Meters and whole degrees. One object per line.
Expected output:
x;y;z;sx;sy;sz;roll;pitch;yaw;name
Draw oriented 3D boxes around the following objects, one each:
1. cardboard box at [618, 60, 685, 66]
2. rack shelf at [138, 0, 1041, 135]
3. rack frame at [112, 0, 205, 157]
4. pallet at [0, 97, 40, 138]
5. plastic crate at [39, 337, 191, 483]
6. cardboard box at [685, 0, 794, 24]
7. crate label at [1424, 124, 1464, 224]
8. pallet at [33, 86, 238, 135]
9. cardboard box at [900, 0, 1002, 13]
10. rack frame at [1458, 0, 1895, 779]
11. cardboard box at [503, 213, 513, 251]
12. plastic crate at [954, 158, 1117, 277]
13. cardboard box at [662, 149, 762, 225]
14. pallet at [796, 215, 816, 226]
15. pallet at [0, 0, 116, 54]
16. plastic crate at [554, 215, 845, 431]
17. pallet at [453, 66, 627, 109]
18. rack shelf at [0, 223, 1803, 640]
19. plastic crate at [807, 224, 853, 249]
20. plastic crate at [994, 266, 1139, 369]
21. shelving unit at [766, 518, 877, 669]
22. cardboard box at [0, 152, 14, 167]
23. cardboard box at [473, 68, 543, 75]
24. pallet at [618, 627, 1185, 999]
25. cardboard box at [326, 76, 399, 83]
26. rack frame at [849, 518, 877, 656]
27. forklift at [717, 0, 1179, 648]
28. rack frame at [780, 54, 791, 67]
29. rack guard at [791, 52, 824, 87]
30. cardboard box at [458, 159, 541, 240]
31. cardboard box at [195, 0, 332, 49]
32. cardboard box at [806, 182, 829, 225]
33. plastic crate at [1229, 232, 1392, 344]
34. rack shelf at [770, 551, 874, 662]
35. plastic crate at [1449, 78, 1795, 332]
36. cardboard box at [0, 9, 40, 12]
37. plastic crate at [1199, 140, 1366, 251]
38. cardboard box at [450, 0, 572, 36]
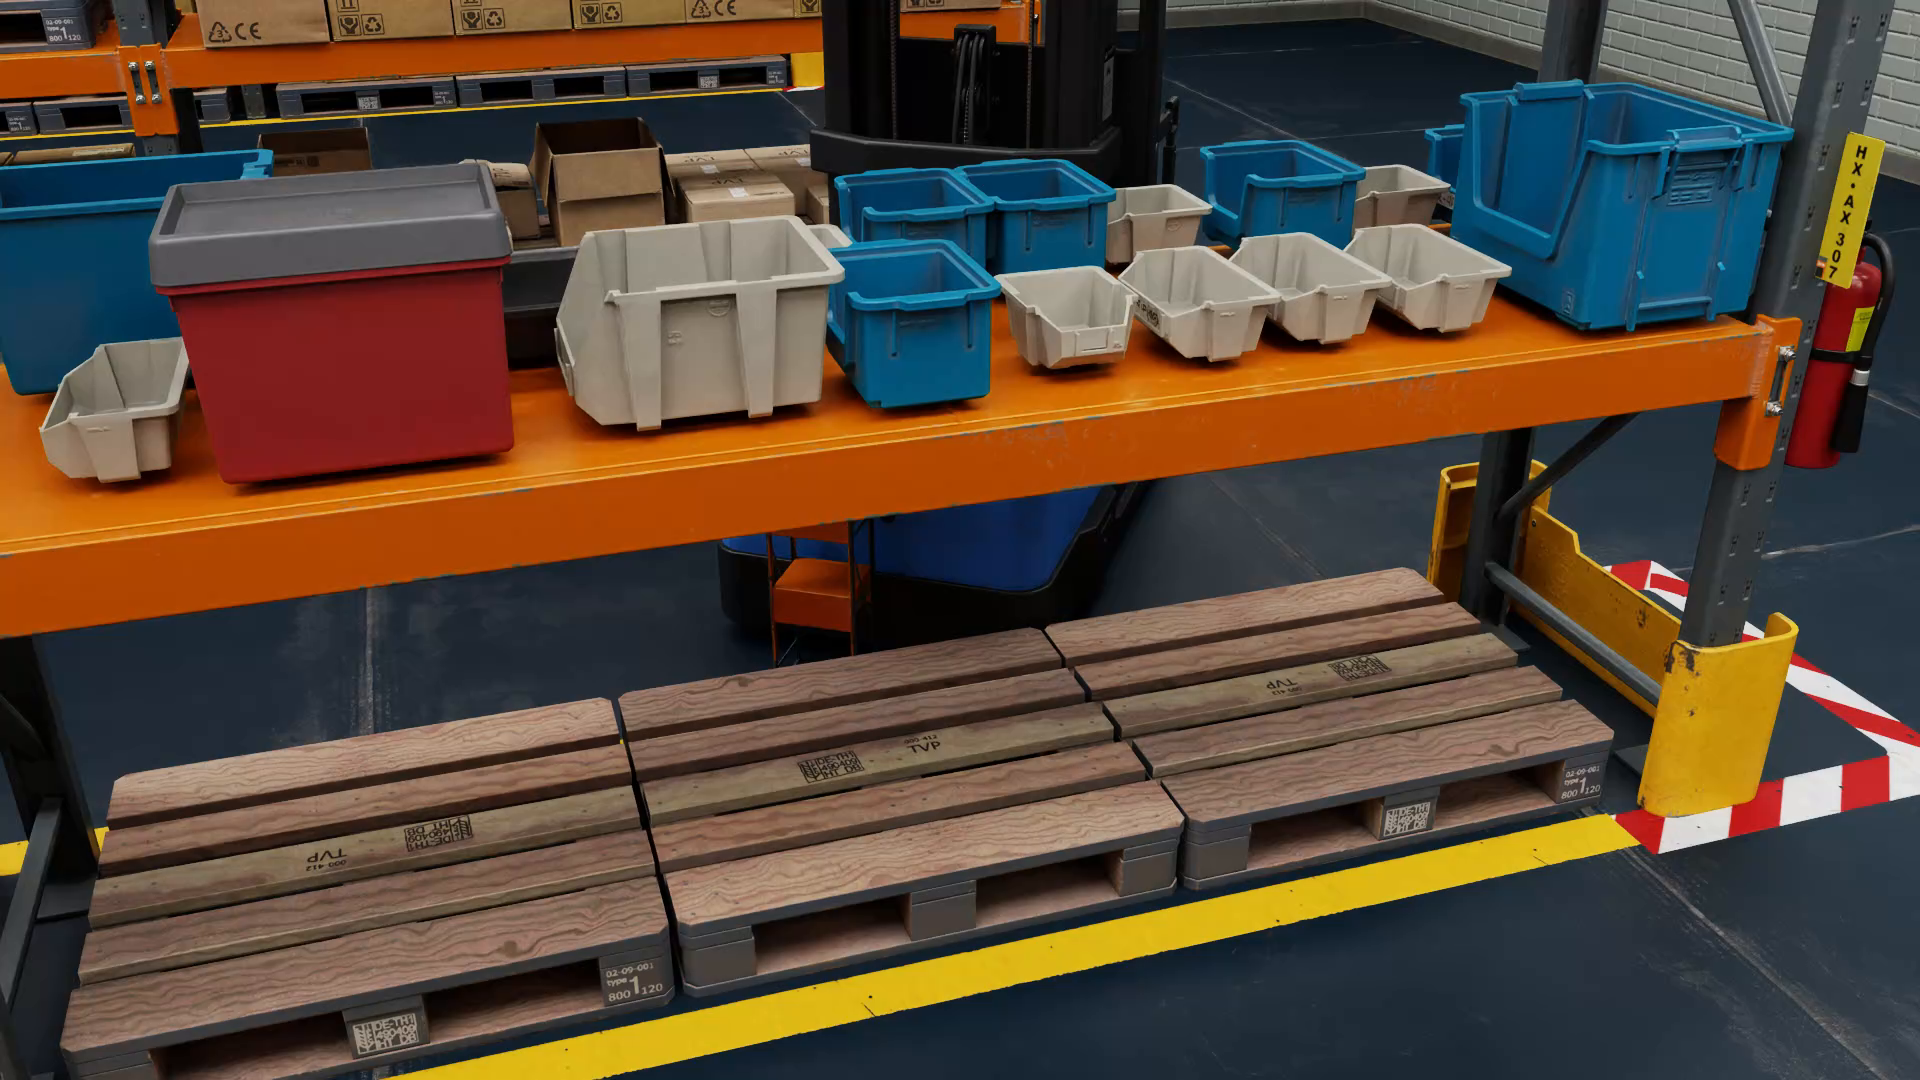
-2.415;-3.928;12.628;0.500;0.500;0.700;-8;28;-16;cardboard box
-1.669;-2.376;7.971;4.000;0.370;1.077;-8;28;-16;rack shelf
-3.570;-2.423;7.257;0.127;3.000;1.000;-8;28;-16;rack frame
-6.980;-2.960;11.475;1.213;0.211;1.003;-8;28;-16;pallet
-1.553;-0.240;3.090;0.243;0.136;0.396;-8;28;-16;plastic crate
-1.077;-2.702;7.707;0.500;0.500;0.500;-8;28;-16;cardboard box
1.427;-0.936;4.382;0.303;0.233;0.416;-8;28;-16;crate label
-5.818;-3.130;11.816;1.213;0.211;1.003;-8;28;-16;pallet
-0.109;-2.841;7.988;0.500;0.500;0.500;-7;27;-15;cardboard box
1.763;-0.879;4.147;0.127;3.000;1.000;-8;28;-16;rack frame
-2.285;-1.440;7.969;0.250;0.166;0.380;-8;28;-16;cardboard box
0.175;-0.754;4.017;0.300;0.233;0.416;-8;28;-16;plastic crate
-1.323;-1.846;8.693;0.500;0.250;0.500;-8;28;-16;cardboard box
-0.597;-1.604;8.743;1.213;0.211;1.003;-8;28;-16;pallet
-4.364;-2.273;7.171;1.213;0.211;1.003;-8;28;-16;pallet
-0.531;-0.434;3.317;0.530;0.282;0.437;-8;28;-16;plastic crate
-3.199;-3.509;12.581;1.213;0.211;1.003;-8;28;-16;pallet
-0.138;-0.281;3.752;4.000;0.370;1.077;-8;28;-16;rack shelf
-0.477;-0.603;3.821;0.466;0.136;0.293;-8;28;-16;plastic crate
0.231;-0.467;3.547;0.250;0.136;0.298;-8;28;-16;plastic crate
-0.393;-0.054;4.678;0.252;1.050;0.215;7;27;14;shelving unit
-4.609;-1.458;7.631;0.500;0.500;0.500;-8;27;-15;cardboard box
-3.398;-3.782;12.334;0.500;0.500;0.700;-8;27;-15;cardboard box
-0.191;0.634;4.236;1.213;0.211;1.003;-8;28;-16;pallet
-4.365;-3.645;12.057;0.500;0.500;0.700;-8;27;-15;cardboard box
-0.275;-0.040;4.649;0.008;1.050;0.200;7;27;14;rack frame
0.189;-1.580;5.637;1.130;2.935;3.031;8;27;16;forklift
-1.305;-5.067;12.584;0.127;3.000;1.000;-8;28;-16;rack frame
-1.282;-3.951;13.146;0.348;0.500;1.175;-8;28;-16;rack guard
-2.403;-1.717;8.364;0.500;0.311;0.500;-8;28;-16;cardboard box
-3.001;-2.422;7.144;0.500;0.500;0.500;-8;27;-15;cardboard box
-0.621;-1.705;8.502;0.250;0.166;0.380;-8;28;-16;cardboard box
0.764;-0.565;3.743;0.243;0.136;0.396;-8;28;-16;plastic crate
-0.393;0.205;4.806;0.240;0.259;0.215;7;27;14;rack shelf
1.503;-0.796;3.873;0.499;0.435;0.616;-8;28;-16;plastic crate
-6.530;-3.474;11.319;0.750;0.750;0.750;-7;27;-15;cardboard box
0.801;-0.845;4.200;0.300;0.233;0.416;-8;28;-16;plastic crate
-2.039;-2.562;7.425;0.500;0.500;0.500;-8;28;-16;cardboard box
